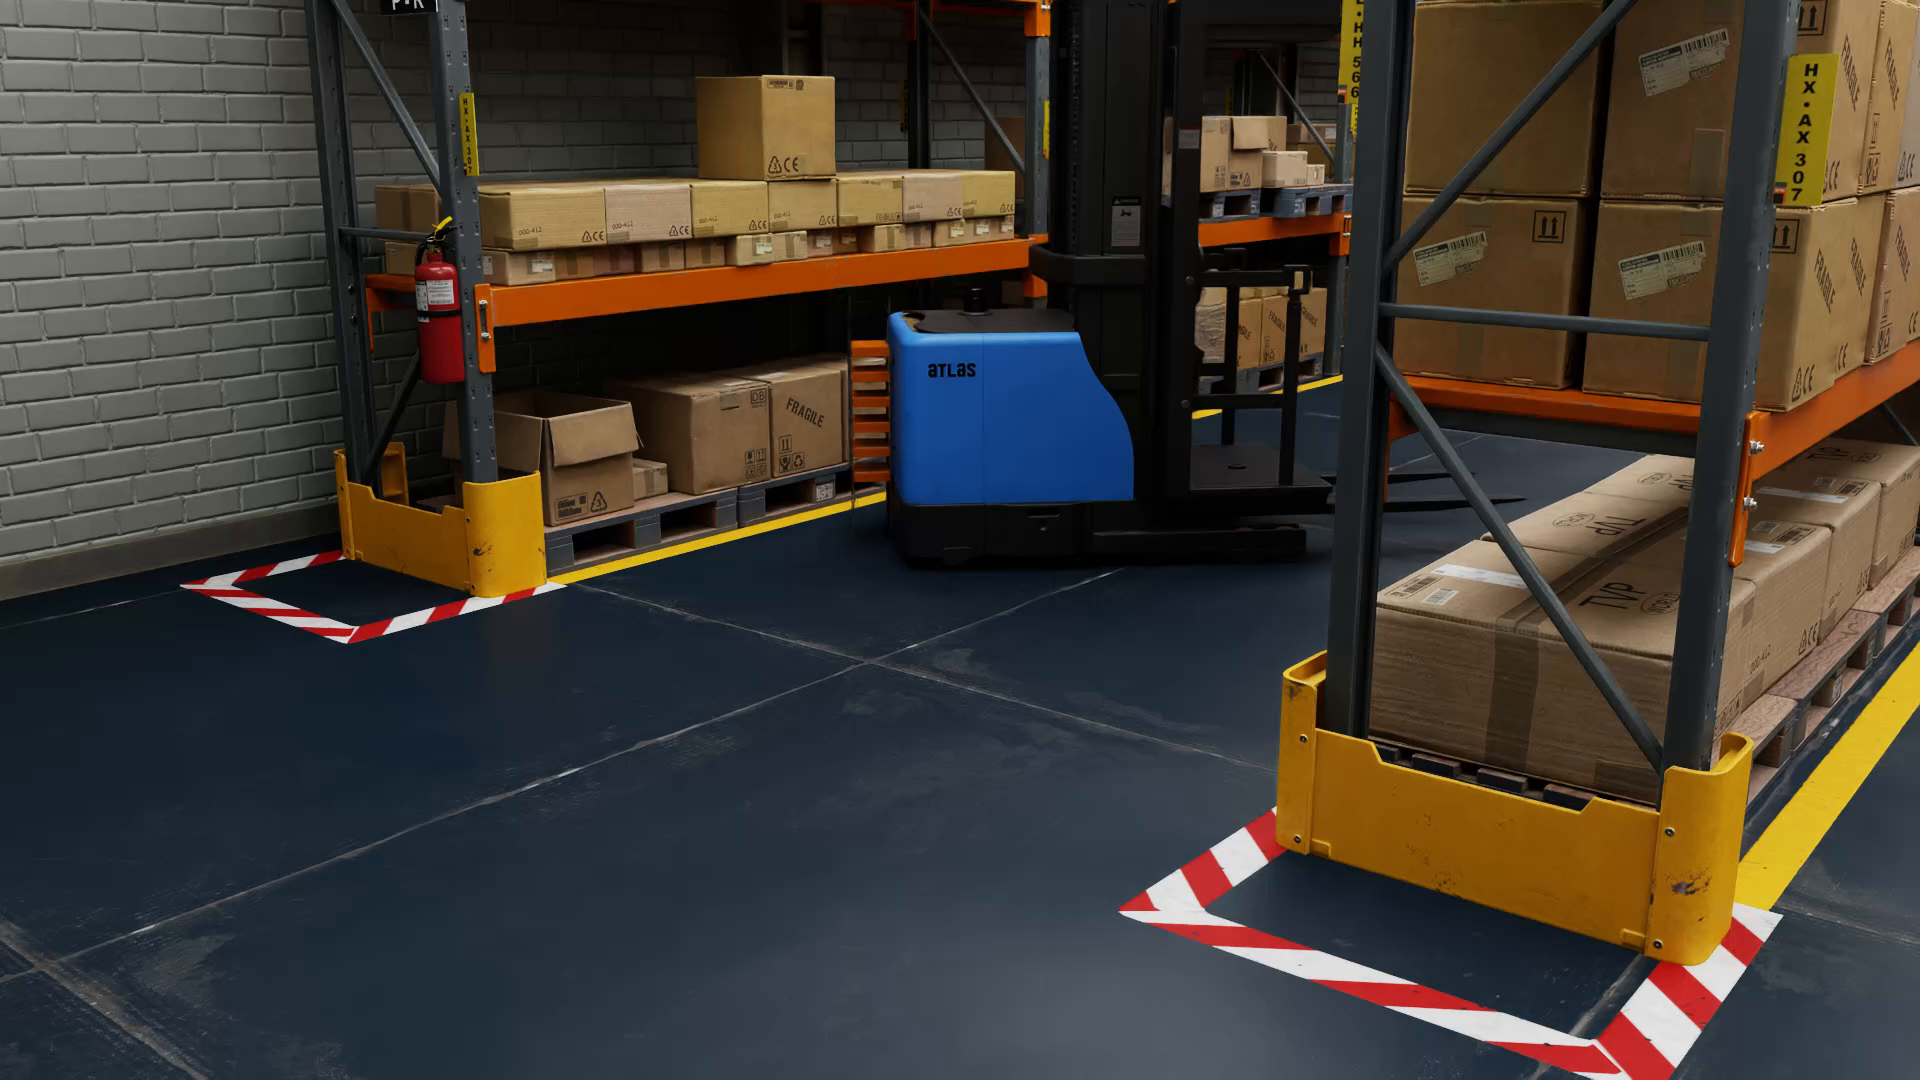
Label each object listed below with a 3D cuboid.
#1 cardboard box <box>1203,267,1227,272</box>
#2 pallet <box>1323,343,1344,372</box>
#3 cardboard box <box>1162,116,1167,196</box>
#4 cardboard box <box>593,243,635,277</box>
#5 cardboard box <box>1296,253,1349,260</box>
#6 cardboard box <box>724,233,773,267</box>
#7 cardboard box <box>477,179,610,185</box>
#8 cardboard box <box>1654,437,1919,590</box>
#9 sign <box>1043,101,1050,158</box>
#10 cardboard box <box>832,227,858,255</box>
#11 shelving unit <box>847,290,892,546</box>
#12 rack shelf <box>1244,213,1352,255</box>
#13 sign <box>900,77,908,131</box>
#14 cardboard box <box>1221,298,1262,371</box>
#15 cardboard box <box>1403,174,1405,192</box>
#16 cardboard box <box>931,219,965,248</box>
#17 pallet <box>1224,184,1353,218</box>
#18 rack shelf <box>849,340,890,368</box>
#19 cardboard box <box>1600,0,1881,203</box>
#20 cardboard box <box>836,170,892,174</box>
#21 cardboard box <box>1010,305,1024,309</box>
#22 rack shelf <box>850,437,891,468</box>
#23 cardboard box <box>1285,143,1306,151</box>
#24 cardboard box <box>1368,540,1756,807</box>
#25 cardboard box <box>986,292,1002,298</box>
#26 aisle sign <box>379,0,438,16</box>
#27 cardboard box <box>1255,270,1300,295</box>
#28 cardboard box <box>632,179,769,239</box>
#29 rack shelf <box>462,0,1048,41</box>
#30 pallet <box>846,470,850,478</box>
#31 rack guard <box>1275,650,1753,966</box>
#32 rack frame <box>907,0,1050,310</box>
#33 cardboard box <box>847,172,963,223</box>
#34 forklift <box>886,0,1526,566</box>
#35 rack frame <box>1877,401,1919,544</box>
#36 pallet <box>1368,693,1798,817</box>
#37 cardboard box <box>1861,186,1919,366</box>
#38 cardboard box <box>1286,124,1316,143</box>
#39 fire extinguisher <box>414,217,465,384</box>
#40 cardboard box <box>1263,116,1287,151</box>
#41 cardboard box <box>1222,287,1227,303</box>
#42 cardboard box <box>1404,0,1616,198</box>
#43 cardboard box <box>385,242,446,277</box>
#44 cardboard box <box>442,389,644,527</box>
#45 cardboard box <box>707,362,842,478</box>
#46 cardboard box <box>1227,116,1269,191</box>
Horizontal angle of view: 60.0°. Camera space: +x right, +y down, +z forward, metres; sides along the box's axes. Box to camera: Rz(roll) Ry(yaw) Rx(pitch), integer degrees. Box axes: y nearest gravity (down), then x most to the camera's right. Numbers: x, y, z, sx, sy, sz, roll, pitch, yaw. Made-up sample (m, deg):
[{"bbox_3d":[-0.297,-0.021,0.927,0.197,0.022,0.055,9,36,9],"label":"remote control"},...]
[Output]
[{"bbox_3d":[1.857,-2.046,12.993,0.380,0.149,0.250,12,19,39],"label":"cardboard box"},{"bbox_3d":[3.162,-1.638,14.144,1.003,0.211,1.213,11,18,38],"label":"pallet"},{"bbox_3d":[0.904,-2.481,10.743,0.700,0.500,0.500,12,18,38],"label":"cardboard box"},{"bbox_3d":[-1.731,-1.317,7.724,0.380,0.149,0.250,11,18,37],"label":"cardboard box"},{"bbox_3d":[3.422,-2.135,14.404,0.875,0.625,0.625,12,19,39],"label":"cardboard box"},{"bbox_3d":[-1.145,-1.444,8.225,0.380,0.149,0.250,11,18,36],"label":"cardboard box"},{"bbox_3d":[-2.006,-1.605,8.051,0.500,0.250,0.500,11,18,38],"label":"cardboard box"},{"bbox_3d":[3.486,-0.163,7.023,0.875,0.438,0.875,11,18,37],"label":"cardboard box"},{"bbox_3d":[0.527,-2.409,9.757,0.100,0.325,0.005,11,18,38],"label":"sign"},{"bbox_3d":[-0.768,-1.612,8.887,0.380,0.149,0.250,12,18,38],"label":"cardboard box"},{"bbox_3d":[-0.434,-0.582,7.979,0.189,1.200,0.258,-2,14,-7],"label":"shelving unit"},{"bbox_3d":[3.872,-2.873,14.800,1.077,0.370,4.000,11,18,38],"label":"rack shelf"},{"bbox_3d":[-0.333,-2.719,10.381,0.100,0.325,0.005,11,18,38],"label":"sign"},{"bbox_3d":[1.867,-1.521,12.243,0.500,0.500,0.500,12,19,40],"label":"cardboard box"},{"bbox_3d":[3.404,-2.908,13.784,0.500,0.250,0.500,11,18,36],"label":"cardboard box"},{"bbox_3d":[-0.195,-1.744,9.405,0.380,0.149,0.250,12,18,39],"label":"cardboard box"},{"bbox_3d":[2.243,-2.605,12.673,1.213,0.211,1.003,11,18,38],"label":"pallet"},{"bbox_3d":[-0.434,-0.888,7.901,0.180,0.103,0.258,-2,14,-7],"label":"rack shelf"},{"bbox_3d":[1.973,-1.120,4.205,0.500,0.500,0.500,11,18,36],"label":"cardboard box"},{"bbox_3d":[-0.730,-1.994,9.579,0.500,0.250,0.500,11,18,37],"label":"cardboard box"},{"bbox_3d":[0.533,-1.406,10.473,0.380,0.149,0.250,12,19,40],"label":"cardboard box"},{"bbox_3d":[-0.434,-0.423,8.019,0.180,0.103,0.258,-2,14,-7],"label":"rack shelf"},{"bbox_3d":[2.681,-3.137,13.668,0.500,0.250,0.500,12,18,39],"label":"cardboard box"},{"bbox_3d":[1.787,0.358,4.974,0.875,0.438,0.875,11,18,36],"label":"cardboard box"},{"bbox_3d":[0.269,-1.545,11.019,0.380,0.149,0.250,11,18,38],"label":"cardboard box"},{"bbox_3d":[-2.228,-2.508,6.622,0.394,0.787,0.004,11,18,38],"label":"aisle sign"},{"bbox_3d":[2.354,-1.954,12.629,0.380,0.149,0.250,10,17,35],"label":"cardboard box"},{"bbox_3d":[-1.286,-1.617,8.097,0.500,0.250,0.500,11,18,36],"label":"cardboard box"},{"bbox_3d":[-1.156,-2.794,8.400,1.077,0.370,4.000,11,18,38],"label":"rack shelf"},{"bbox_3d":[-0.332,-0.589,10.014,1.003,0.211,1.213,11,18,38],"label":"pallet"},{"bbox_3d":[1.435,0.677,4.442,1.175,0.500,0.348,11,18,38],"label":"rack guard"},{"bbox_3d":[0.101,-2.072,10.188,1.000,3.000,0.127,11,18,38],"label":"rack frame"},{"bbox_3d":[-0.333,-1.910,9.251,0.500,0.250,0.500,11,18,38],"label":"cardboard box"},{"bbox_3d":[1.181,-1.441,7.841,3.031,2.935,1.130,-2,14,-7],"label":"forklift"},{"bbox_3d":[3.964,-1.305,7.167,1.000,3.000,0.127,11,18,38],"label":"rack frame"},{"bbox_3d":[1.891,0.647,5.146,1.003,0.211,1.213,11,18,38],"label":"pallet"},{"bbox_3d":[2.605,-0.831,5.097,0.500,0.500,0.500,11,18,37],"label":"cardboard box"},{"bbox_3d":[2.662,-3.295,13.480,0.380,0.149,0.250,12,19,39],"label":"cardboard box"},{"bbox_3d":[-2.146,-0.988,6.836,0.296,0.674,0.183,11,18,38],"label":"fire extinguisher"},{"bbox_3d":[2.170,-3.016,12.847,0.500,0.500,0.500,12,19,40],"label":"cardboard box"},{"bbox_3d":[1.796,-1.819,12.097,0.380,0.149,0.250,11,18,37],"label":"cardboard box"},{"bbox_3d":[1.567,-1.201,4.525,0.500,0.500,0.500,12,19,39],"label":"cardboard box"},{"bbox_3d":[-2.414,-1.290,7.617,0.380,0.149,0.250,11,18,37],"label":"cardboard box"},{"bbox_3d":[-1.955,-0.402,7.832,0.797,0.503,0.637,10,18,35],"label":"cardboard box"},{"bbox_3d":[-0.978,-0.644,8.790,0.500,0.500,0.500,12,18,39],"label":"cardboard box"},{"bbox_3d":[1.733,-2.751,11.796,0.797,0.503,0.637,11,18,36],"label":"cardboard box"}]
